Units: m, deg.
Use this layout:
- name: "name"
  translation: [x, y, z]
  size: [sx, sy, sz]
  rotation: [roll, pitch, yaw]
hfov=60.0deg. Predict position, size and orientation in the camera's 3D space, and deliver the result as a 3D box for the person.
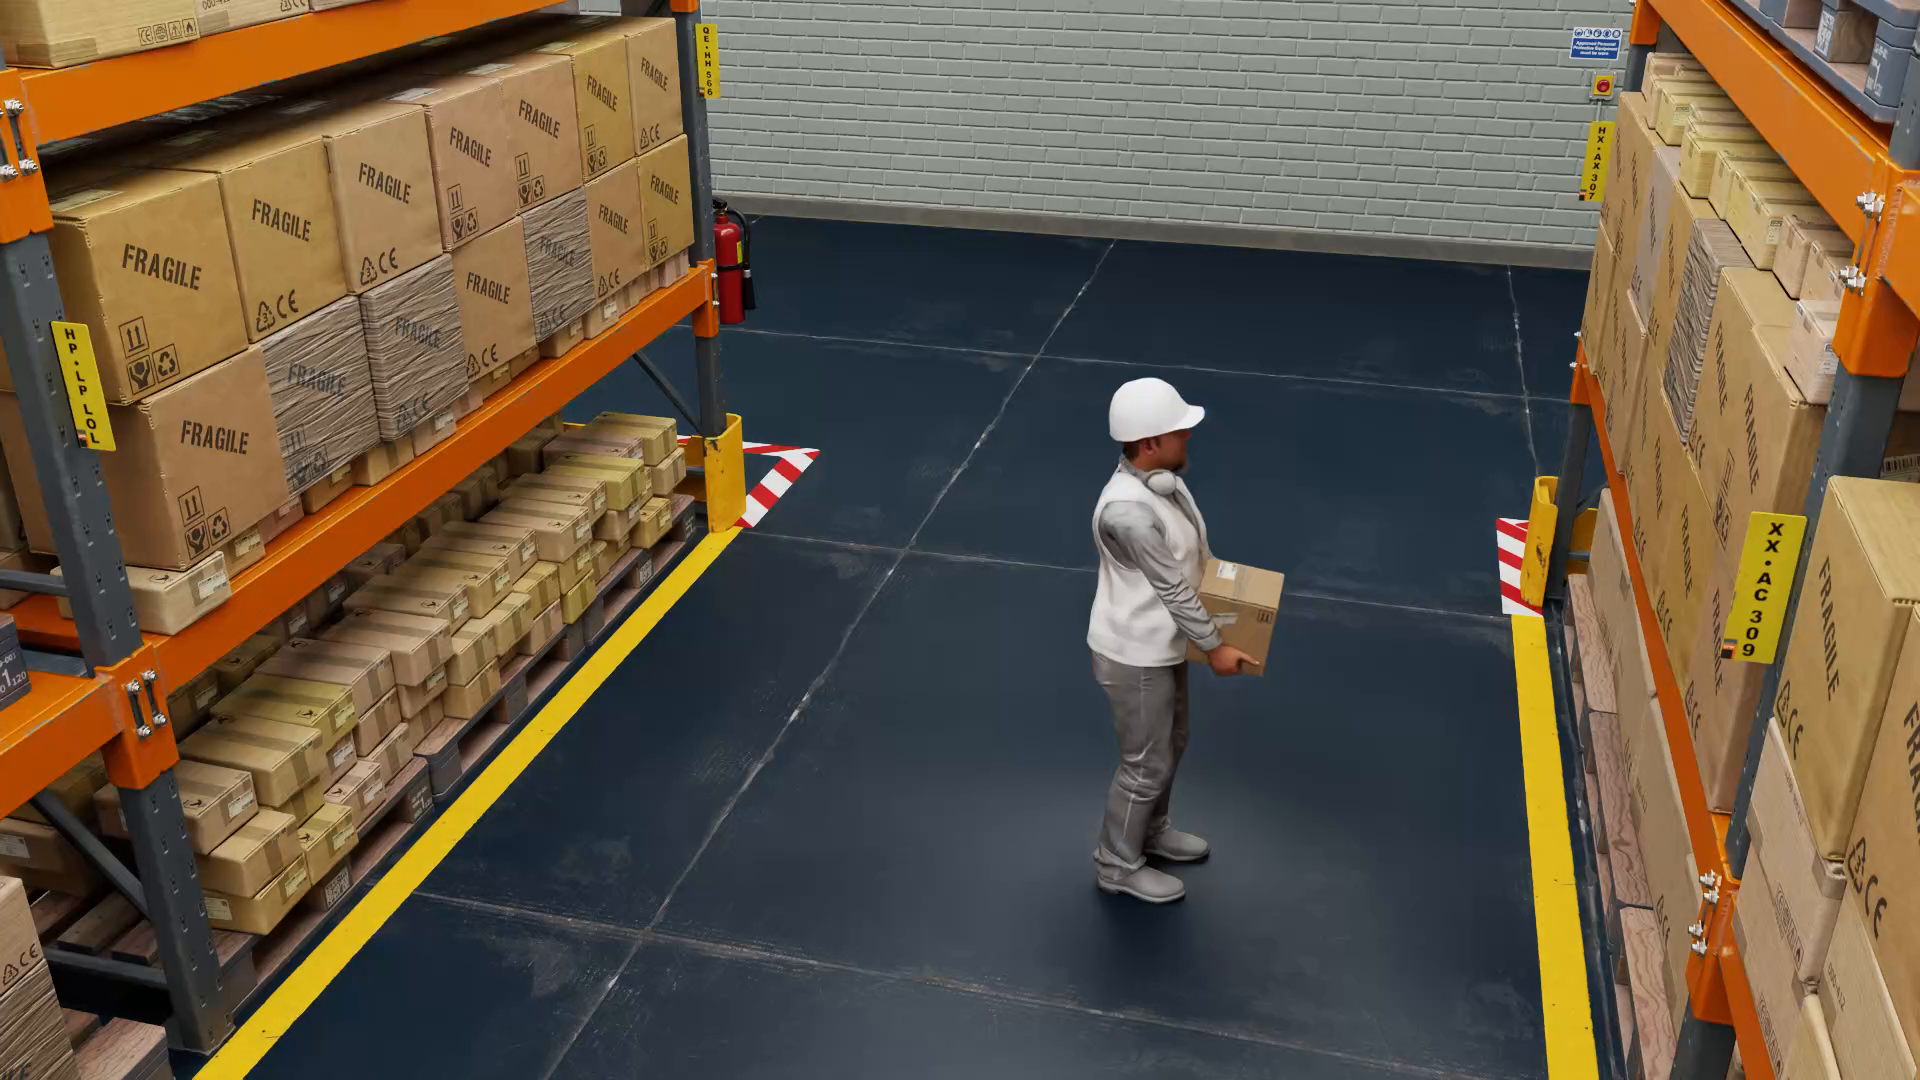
- name: "person"
  translation: [0.699, 0.330, 5.381]
  size: [0.556, 1.770, 0.495]
  rotation: [6, 26, 13]
